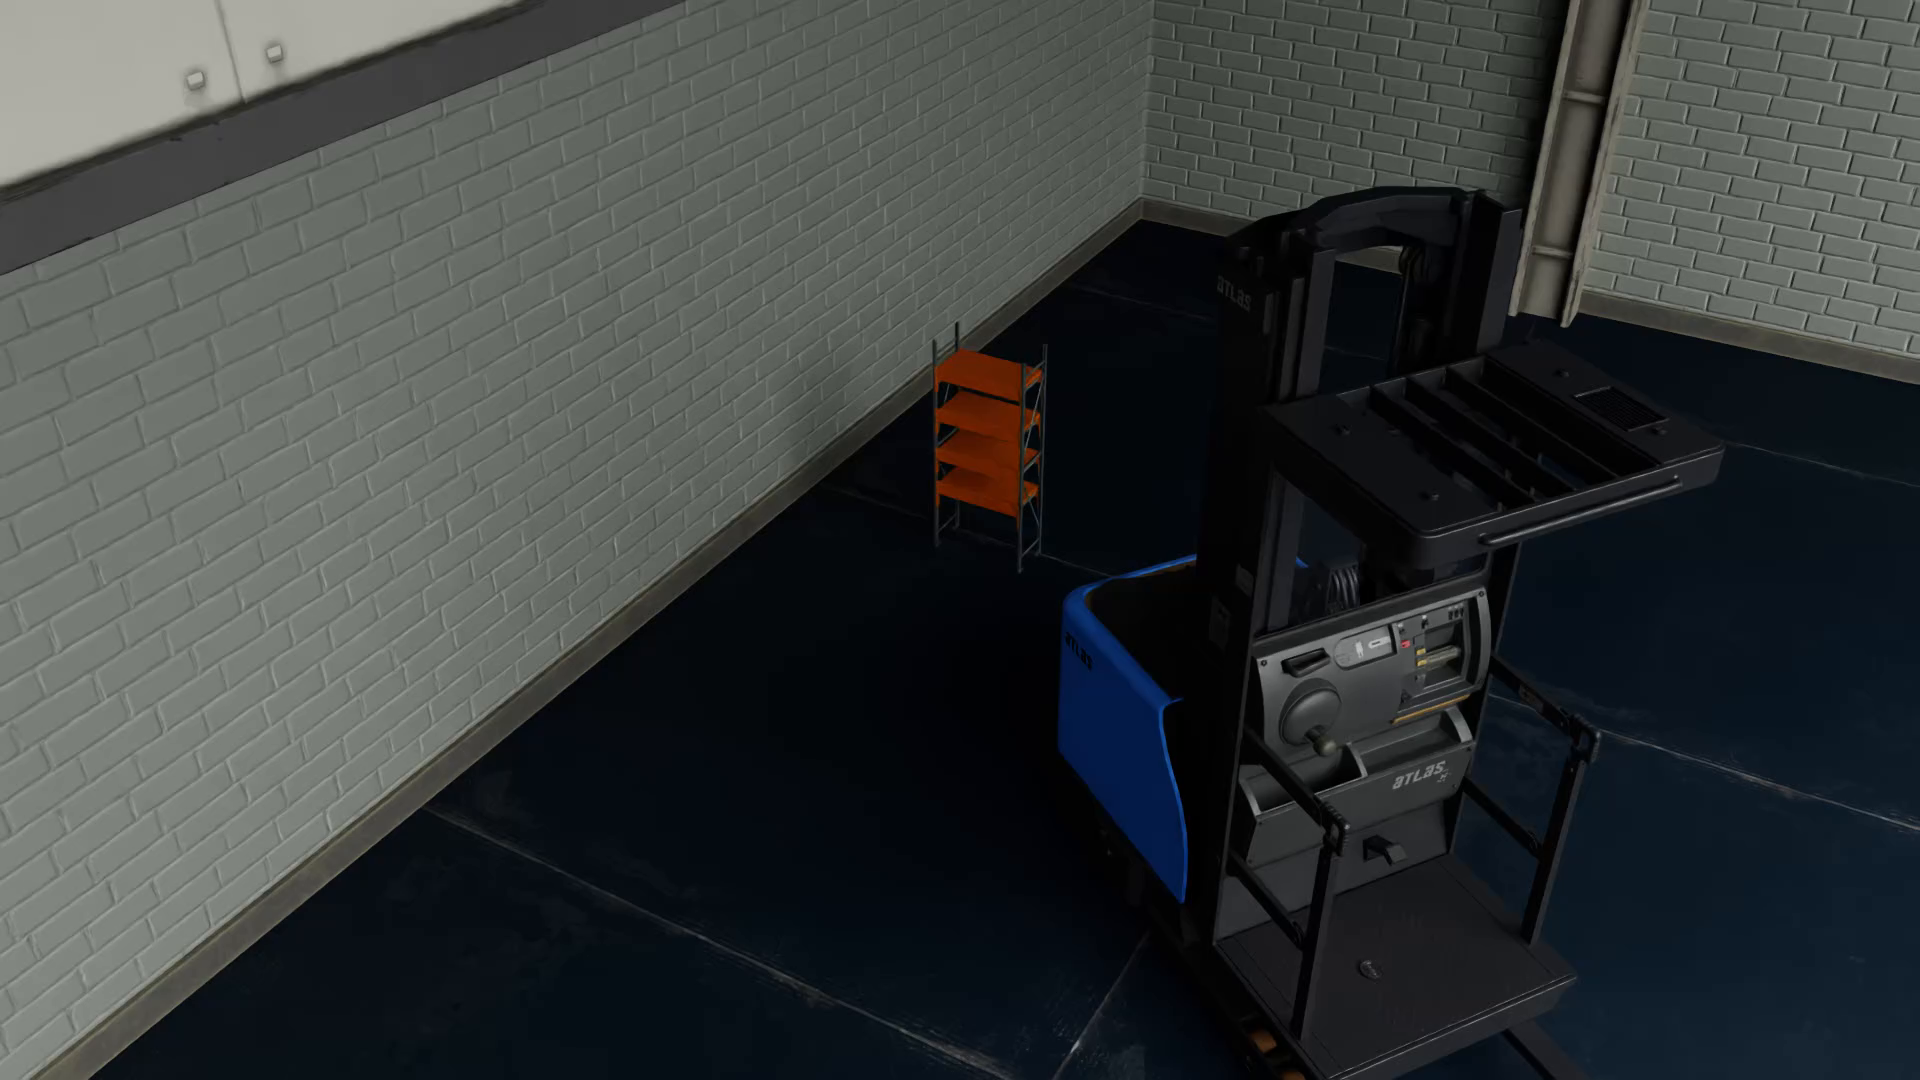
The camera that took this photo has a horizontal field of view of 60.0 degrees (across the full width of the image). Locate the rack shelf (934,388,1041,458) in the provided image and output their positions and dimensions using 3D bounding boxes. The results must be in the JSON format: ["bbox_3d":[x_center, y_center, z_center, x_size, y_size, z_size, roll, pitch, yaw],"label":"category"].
[{"bbox_3d":[0.144,-0.584,8.262,0.480,0.148,0.258,18,37,24],"label":"rack shelf"}]

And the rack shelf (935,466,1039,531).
[{"bbox_3d":[0.144,-0.233,8.496,0.480,0.148,0.258,18,37,24],"label":"rack shelf"}]

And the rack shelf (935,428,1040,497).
[{"bbox_3d":[0.144,-0.398,8.386,0.480,0.148,0.258,18,37,24],"label":"rack shelf"}]

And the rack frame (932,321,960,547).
[{"bbox_3d":[-0.068,-0.521,8.450,0.015,1.200,0.240,18,37,24],"label":"rack frame"}]

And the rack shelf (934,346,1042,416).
[{"bbox_3d":[0.144,-0.781,8.131,0.480,0.148,0.258,18,37,24],"label":"rack shelf"}]

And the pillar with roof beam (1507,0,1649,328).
[{"bbox_3d":[1.723,-3.183,5.410,0.400,9.000,9.100,18,37,24],"label":"pillar with roof beam"}]

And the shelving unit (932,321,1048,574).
[{"bbox_3d":[0.144,-0.454,8.349,0.503,1.200,0.258,18,37,24],"label":"shelving unit"}]

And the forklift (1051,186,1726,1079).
[{"bbox_3d":[1.474,0.494,5.364,1.130,2.935,3.031,-15,36,-21],"label":"forklift"}]

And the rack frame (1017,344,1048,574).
[{"bbox_3d":[0.356,-0.387,8.248,0.015,1.200,0.240,18,37,24],"label":"rack frame"}]
